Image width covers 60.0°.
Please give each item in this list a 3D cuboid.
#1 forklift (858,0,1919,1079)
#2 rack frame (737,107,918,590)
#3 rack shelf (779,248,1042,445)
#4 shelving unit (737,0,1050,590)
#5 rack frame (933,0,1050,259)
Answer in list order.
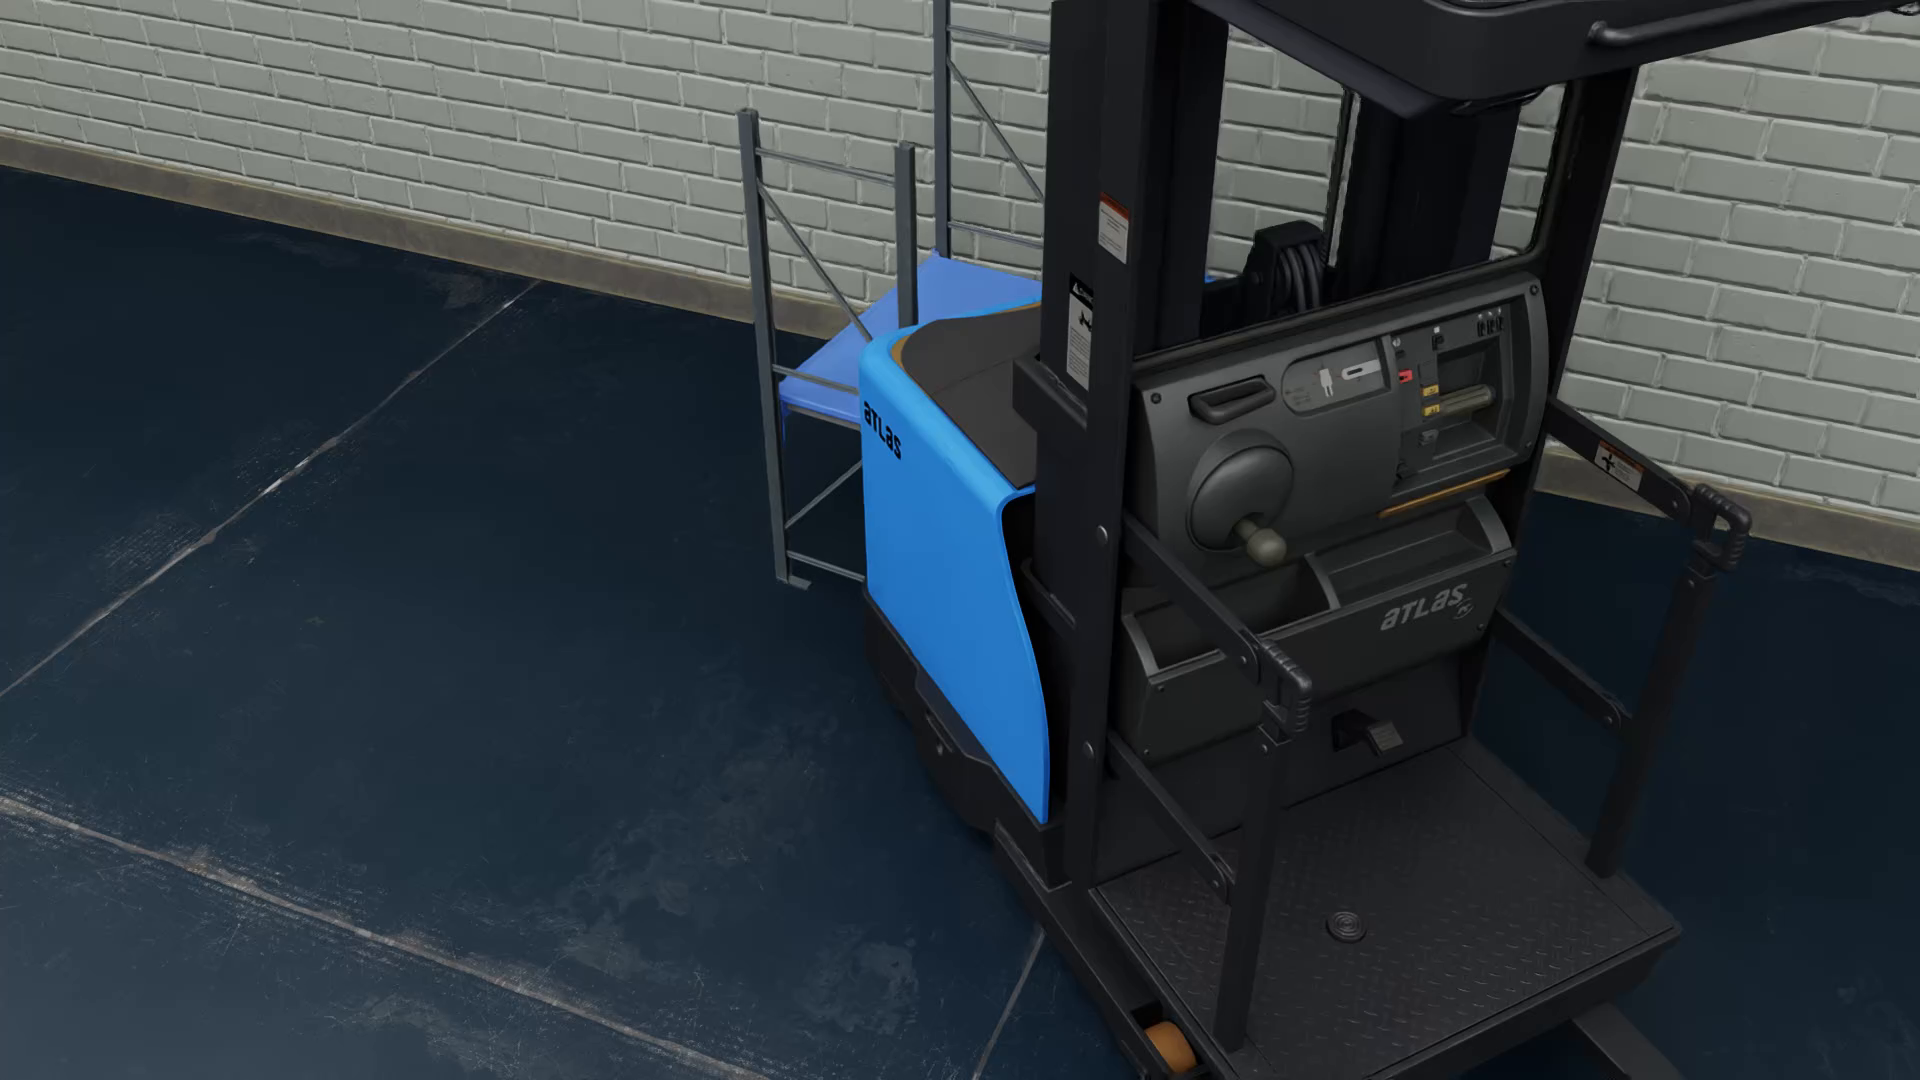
[{"bbox_3d":[0.851,-0.163,3.020,1.130,2.935,3.031,-17,40,-21],"label":"forklift"},{"bbox_3d":[-0.335,-0.418,4.556,0.500,1.500,0.032,18,40,22],"label":"rack frame"},{"bbox_3d":[-0.094,-0.542,5.023,0.538,0.185,1.000,18,40,22],"label":"rack shelf"},{"bbox_3d":[-0.094,-0.686,4.915,0.538,1.500,1.048,18,40,22],"label":"shelving unit"},{"bbox_3d":[0.147,-0.954,5.273,0.500,1.500,0.032,18,40,22],"label":"rack frame"}]
